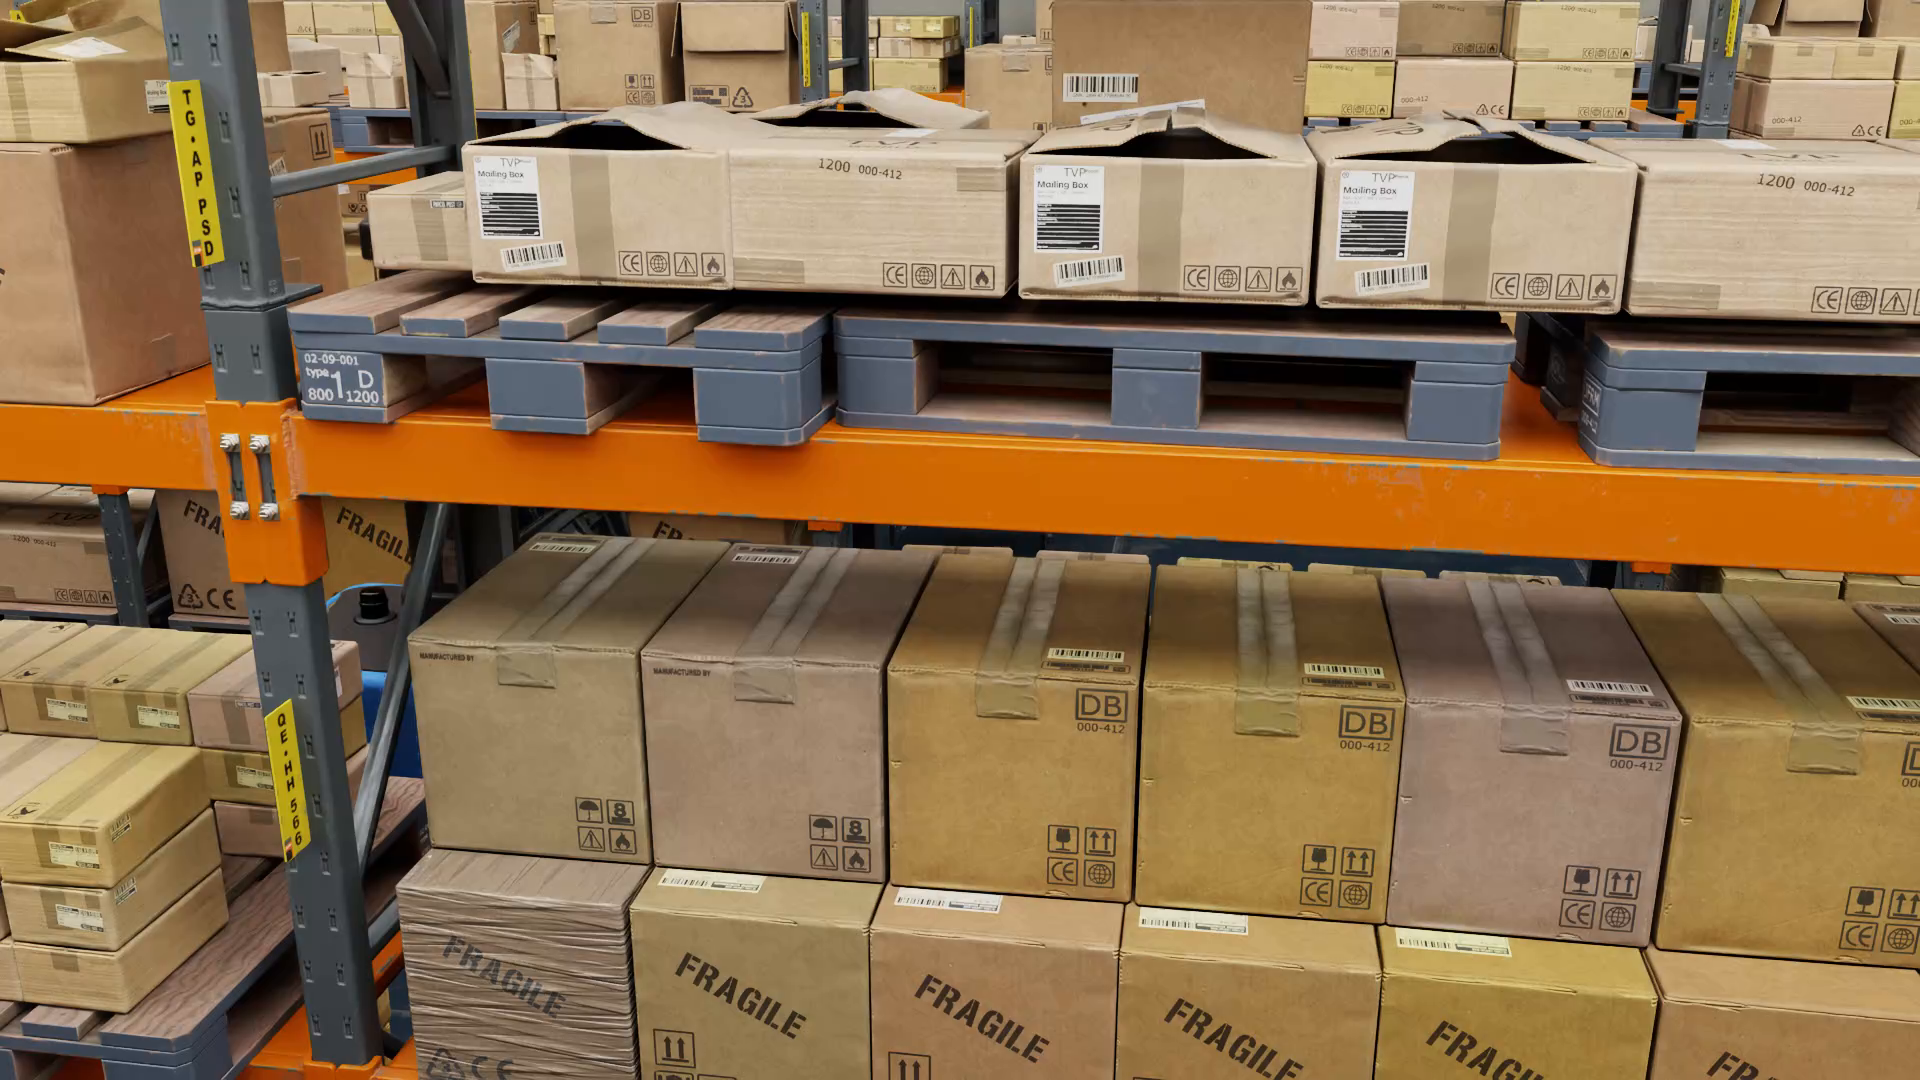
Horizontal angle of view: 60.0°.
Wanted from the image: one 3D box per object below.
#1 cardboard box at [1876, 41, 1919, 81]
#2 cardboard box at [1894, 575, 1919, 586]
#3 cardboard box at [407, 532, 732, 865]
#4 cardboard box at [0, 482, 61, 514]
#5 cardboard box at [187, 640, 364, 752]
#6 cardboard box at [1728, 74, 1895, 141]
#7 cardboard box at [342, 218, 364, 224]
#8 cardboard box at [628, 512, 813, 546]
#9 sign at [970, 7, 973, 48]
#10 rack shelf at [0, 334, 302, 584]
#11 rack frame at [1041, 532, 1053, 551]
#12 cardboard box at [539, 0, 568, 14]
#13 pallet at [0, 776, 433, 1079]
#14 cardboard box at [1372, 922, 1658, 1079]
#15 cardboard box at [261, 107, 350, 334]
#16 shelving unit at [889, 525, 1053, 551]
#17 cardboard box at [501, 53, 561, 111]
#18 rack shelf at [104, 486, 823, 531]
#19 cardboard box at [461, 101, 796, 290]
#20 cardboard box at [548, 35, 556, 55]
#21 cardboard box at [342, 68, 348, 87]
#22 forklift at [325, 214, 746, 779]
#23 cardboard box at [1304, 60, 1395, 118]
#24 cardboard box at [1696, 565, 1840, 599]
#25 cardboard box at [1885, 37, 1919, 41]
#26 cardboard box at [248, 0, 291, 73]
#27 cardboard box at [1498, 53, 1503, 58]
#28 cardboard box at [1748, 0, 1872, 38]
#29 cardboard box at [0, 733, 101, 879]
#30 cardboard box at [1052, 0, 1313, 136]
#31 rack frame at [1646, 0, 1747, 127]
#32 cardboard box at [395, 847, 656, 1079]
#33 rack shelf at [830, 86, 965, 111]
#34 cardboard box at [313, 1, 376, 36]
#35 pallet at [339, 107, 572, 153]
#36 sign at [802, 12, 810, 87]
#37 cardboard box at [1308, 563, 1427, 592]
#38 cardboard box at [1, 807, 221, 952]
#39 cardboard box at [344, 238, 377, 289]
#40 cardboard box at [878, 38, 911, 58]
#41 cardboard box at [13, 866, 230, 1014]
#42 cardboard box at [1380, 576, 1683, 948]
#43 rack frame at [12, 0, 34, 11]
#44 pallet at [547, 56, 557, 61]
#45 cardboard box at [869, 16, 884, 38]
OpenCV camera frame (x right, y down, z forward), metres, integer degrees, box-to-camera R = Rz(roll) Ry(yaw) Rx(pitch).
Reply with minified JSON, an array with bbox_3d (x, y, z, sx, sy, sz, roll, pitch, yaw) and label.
[{"bbox_3d":[4.118,-2.064,7.157,0.250,0.149,0.380,2,19,7],"label":"cardboard box"},{"bbox_3d":[4.500,0.085,7.789,0.250,0.149,0.380,4,19,11],"label":"cardboard box"},{"bbox_3d":[-0.855,0.338,3.833,0.500,0.500,0.700,3,19,8],"label":"cardboard box"},{"bbox_3d":[-6.047,-0.018,10.005,0.875,0.438,0.875,2,19,7],"label":"cardboard box"},{"bbox_3d":[-1.726,0.387,4.215,0.250,0.149,0.380,3,19,9],"label":"cardboard box"},{"bbox_3d":[3.729,-1.906,7.311,0.500,0.250,0.500,3,19,7],"label":"cardboard box"},{"bbox_3d":[-5.306,-2.548,13.958,0.500,0.250,0.500,3,19,8],"label":"cardboard box"},{"bbox_3d":[-1.280,0.025,9.187,0.875,0.875,0.875,3,19,8],"label":"cardboard box"},{"bbox_3d":[0.084,-3.775,12.317,0.005,0.325,0.100,3,19,9],"label":"sign"},{"bbox_3d":[-3.271,-0.349,4.024,4.000,0.370,1.077,3,19,9],"label":"rack shelf"},{"bbox_3d":[0.586,-0.681,10.976,0.032,1.500,0.500,3,19,9],"label":"rack frame"},{"bbox_3d":[-3.198,-4.370,13.362,0.258,0.266,0.396,3,19,9],"label":"cardboard box"},{"bbox_3d":[-2.017,0.922,4.123,1.003,0.211,1.213,3,19,9],"label":"pallet"},{"bbox_3d":[1.097,0.994,3.447,0.500,0.500,0.500,3,19,9],"label":"cardboard box"},{"bbox_3d":[-1.818,-0.749,3.928,0.500,0.500,0.500,3,19,9],"label":"cardboard box"},{"bbox_3d":[0.084,-0.707,11.052,1.048,1.500,0.538,3,19,9],"label":"shelving unit"},{"bbox_3d":[-2.026,-2.240,8.093,0.258,0.266,0.396,2,19,7],"label":"cardboard box"},{"bbox_3d":[-2.586,-0.482,9.150,4.000,0.370,1.077,3,19,9],"label":"rack shelf"},{"bbox_3d":[-0.617,-0.688,3.226,0.500,0.311,0.500,3,19,9],"label":"cardboard box"},{"bbox_3d":[-3.029,-3.883,13.031,0.250,0.149,0.380,3,19,9],"label":"cardboard box"},{"bbox_3d":[-4.925,-3.751,13.455,0.250,0.149,0.380,3,19,8],"label":"cardboard box"},{"bbox_3d":[-1.311,0.040,6.563,3.031,2.935,1.130,3,19,9],"label":"forklift"},{"bbox_3d":[1.737,-2.109,7.725,0.500,0.250,0.500,3,19,9],"label":"cardboard box"},{"bbox_3d":[3.878,0.342,8.042,0.500,0.500,0.500,4,19,11],"label":"cardboard box"},{"bbox_3d":[4.474,-2.253,7.721,0.250,0.149,0.380,3,19,10],"label":"cardboard box"},{"bbox_3d":[-3.736,-2.458,8.374,0.500,0.500,0.500,3,19,8],"label":"cardboard box"},{"bbox_3d":[2.825,-2.227,8.078,0.500,0.250,0.500,2,19,7],"label":"cardboard box"},{"bbox_3d":[6.029,-3.663,11.815,0.637,0.503,0.797,4,19,10],"label":"cardboard box"},{"bbox_3d":[-2.101,0.577,3.648,0.250,0.149,0.380,3,19,8],"label":"cardboard box"},{"bbox_3d":[0.464,-0.883,3.511,0.500,0.500,0.500,3,19,9],"label":"cardboard box"},{"bbox_3d":[3.338,-3.366,7.181,0.127,3.000,1.000,3,19,9],"label":"rack frame"},{"bbox_3d":[-0.896,0.893,3.749,0.500,0.500,0.500,3,19,9],"label":"cardboard box"},{"bbox_3d":[-1.802,-3.460,13.322,4.000,0.370,1.077,3,19,9],"label":"rack shelf"},{"bbox_3d":[-4.816,-4.181,13.325,0.500,0.250,0.500,3,19,8],"label":"cardboard box"},{"bbox_3d":[-2.360,-2.126,8.501,1.213,0.211,1.003,4,19,11],"label":"pallet"},{"bbox_3d":[-0.707,-2.254,7.646,0.005,0.325,0.100,3,19,9],"label":"sign"},{"bbox_3d":[2.110,0.465,8.665,0.625,0.372,0.950,4,19,12],"label":"cardboard box"},{"bbox_3d":[-1.856,0.730,3.659,0.250,0.149,0.380,3,19,10],"label":"cardboard box"},{"bbox_3d":[-3.170,-1.290,8.698,0.500,0.500,0.500,2,19,7],"label":"cardboard box"},{"bbox_3d":[-0.469,-3.780,12.753,0.250,0.149,0.380,2,19,7],"label":"cardboard box"},{"bbox_3d":[-1.856,0.873,3.702,0.250,0.149,0.380,3,19,10],"label":"cardboard box"},{"bbox_3d":[1.155,0.439,3.530,0.500,0.500,0.700,3,19,9],"label":"cardboard box"},{"bbox_3d":[-4.560,-3.769,8.385,0.127,3.000,1.000,3,19,9],"label":"rack frame"},{"bbox_3d":[-3.144,-3.757,13.375,1.003,0.211,1.213,3,19,9],"label":"pallet"},{"bbox_3d":[-0.727,-3.928,12.726,0.250,0.149,0.380,2,19,7],"label":"cardboard box"}]
